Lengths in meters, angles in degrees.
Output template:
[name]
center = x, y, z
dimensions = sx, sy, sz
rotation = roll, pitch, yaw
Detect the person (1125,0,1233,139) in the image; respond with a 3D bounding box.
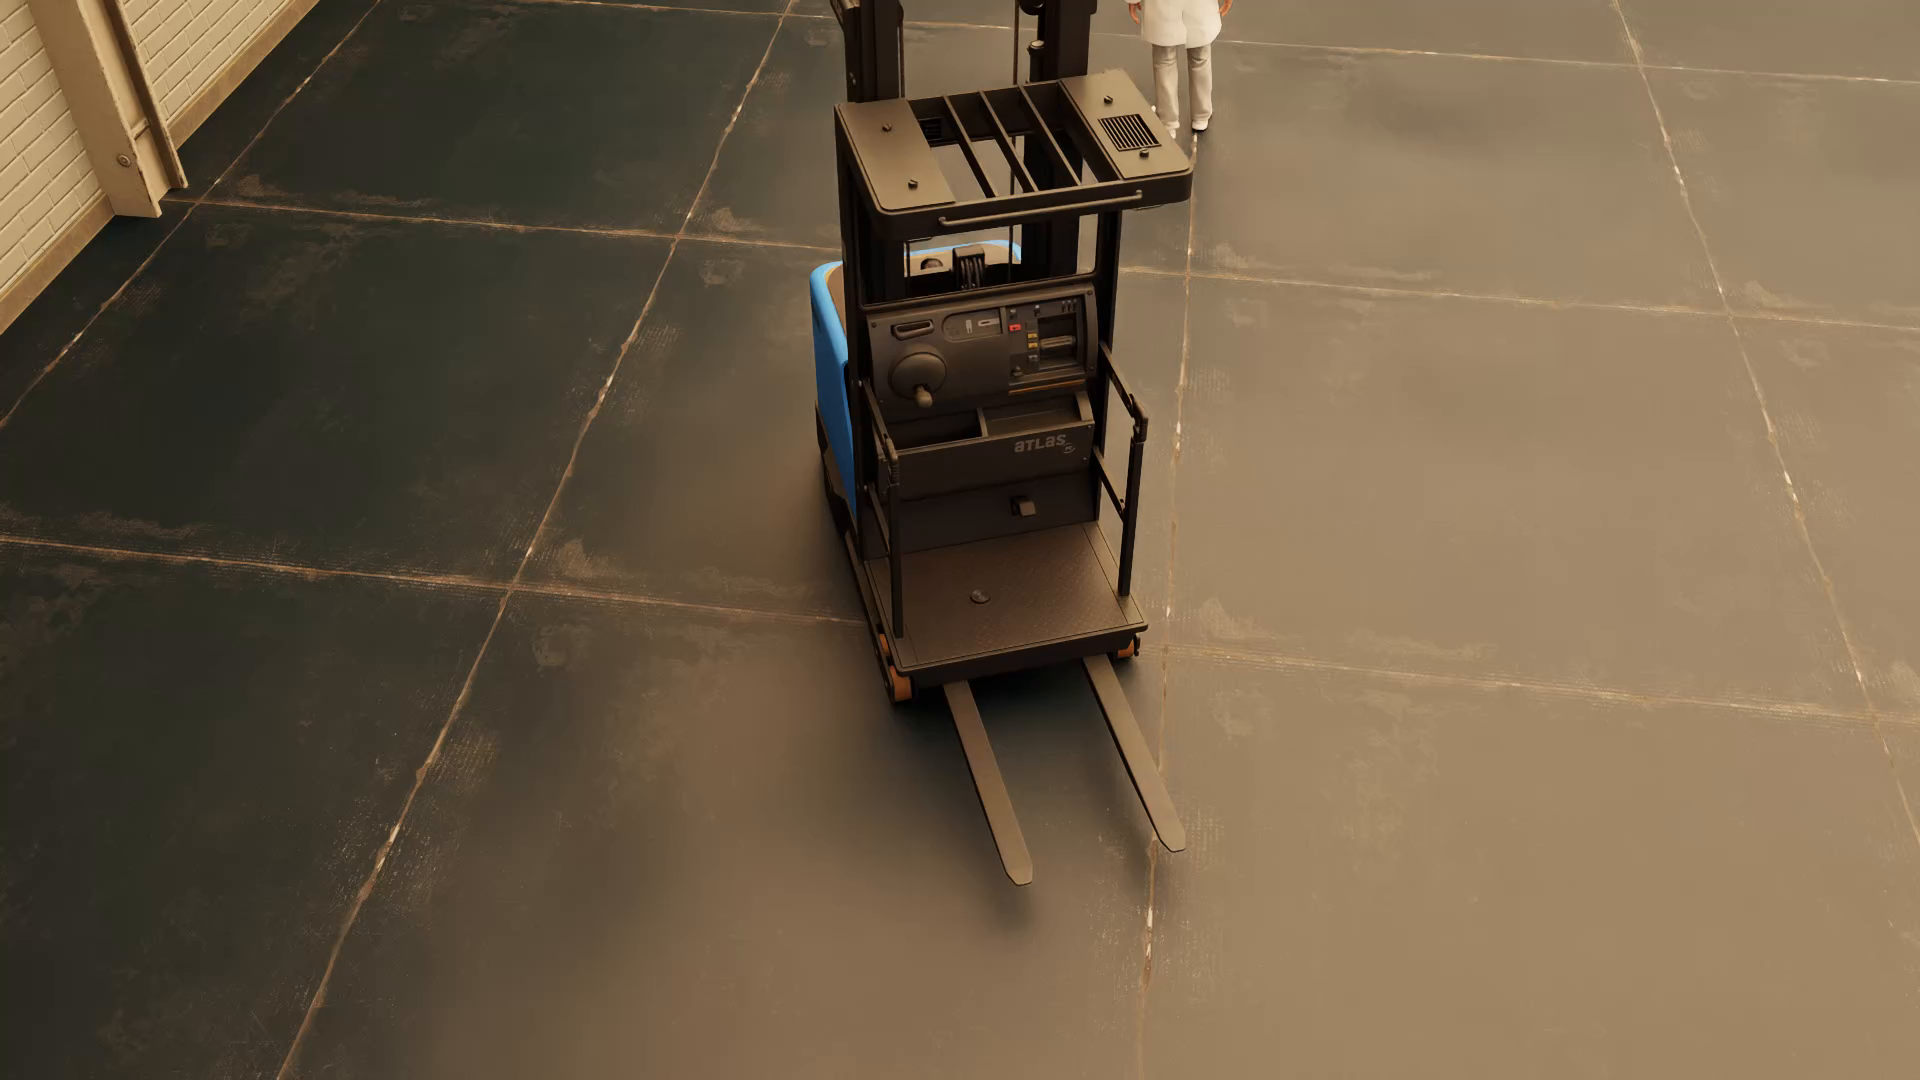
[person]
center = 1.340, -3.339, 10.201
dimensions = 0.698, 1.778, 0.578
rotation = -1, 43, -1

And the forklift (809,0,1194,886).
[forklift]
center = 0.153, -0.681, 6.465
dimensions = 1.130, 2.935, 3.031
rotation = -10, 44, -11
